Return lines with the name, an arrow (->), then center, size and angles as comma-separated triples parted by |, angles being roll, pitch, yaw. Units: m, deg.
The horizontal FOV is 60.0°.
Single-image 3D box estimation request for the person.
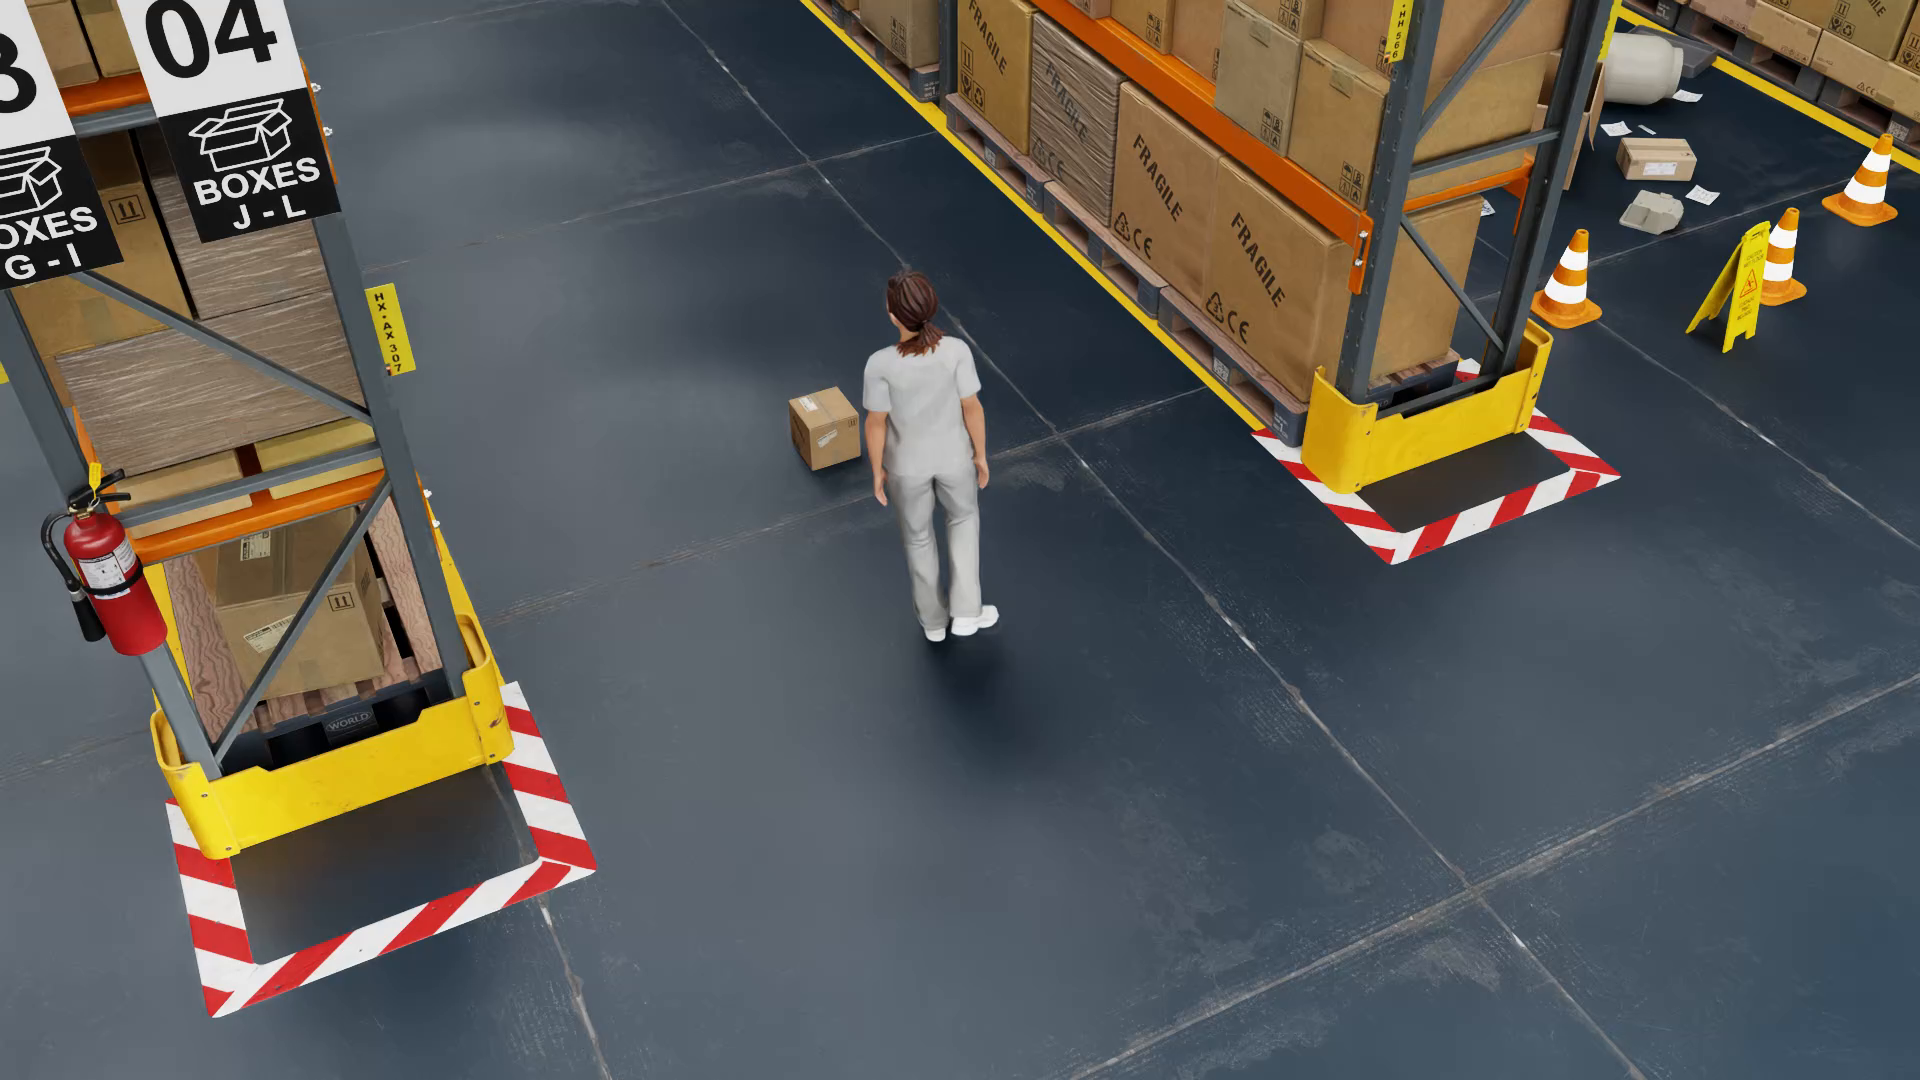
person -> -0.104, -0.250, 6.442 | 0.507, 1.665, 0.516 | -8, 42, -9
